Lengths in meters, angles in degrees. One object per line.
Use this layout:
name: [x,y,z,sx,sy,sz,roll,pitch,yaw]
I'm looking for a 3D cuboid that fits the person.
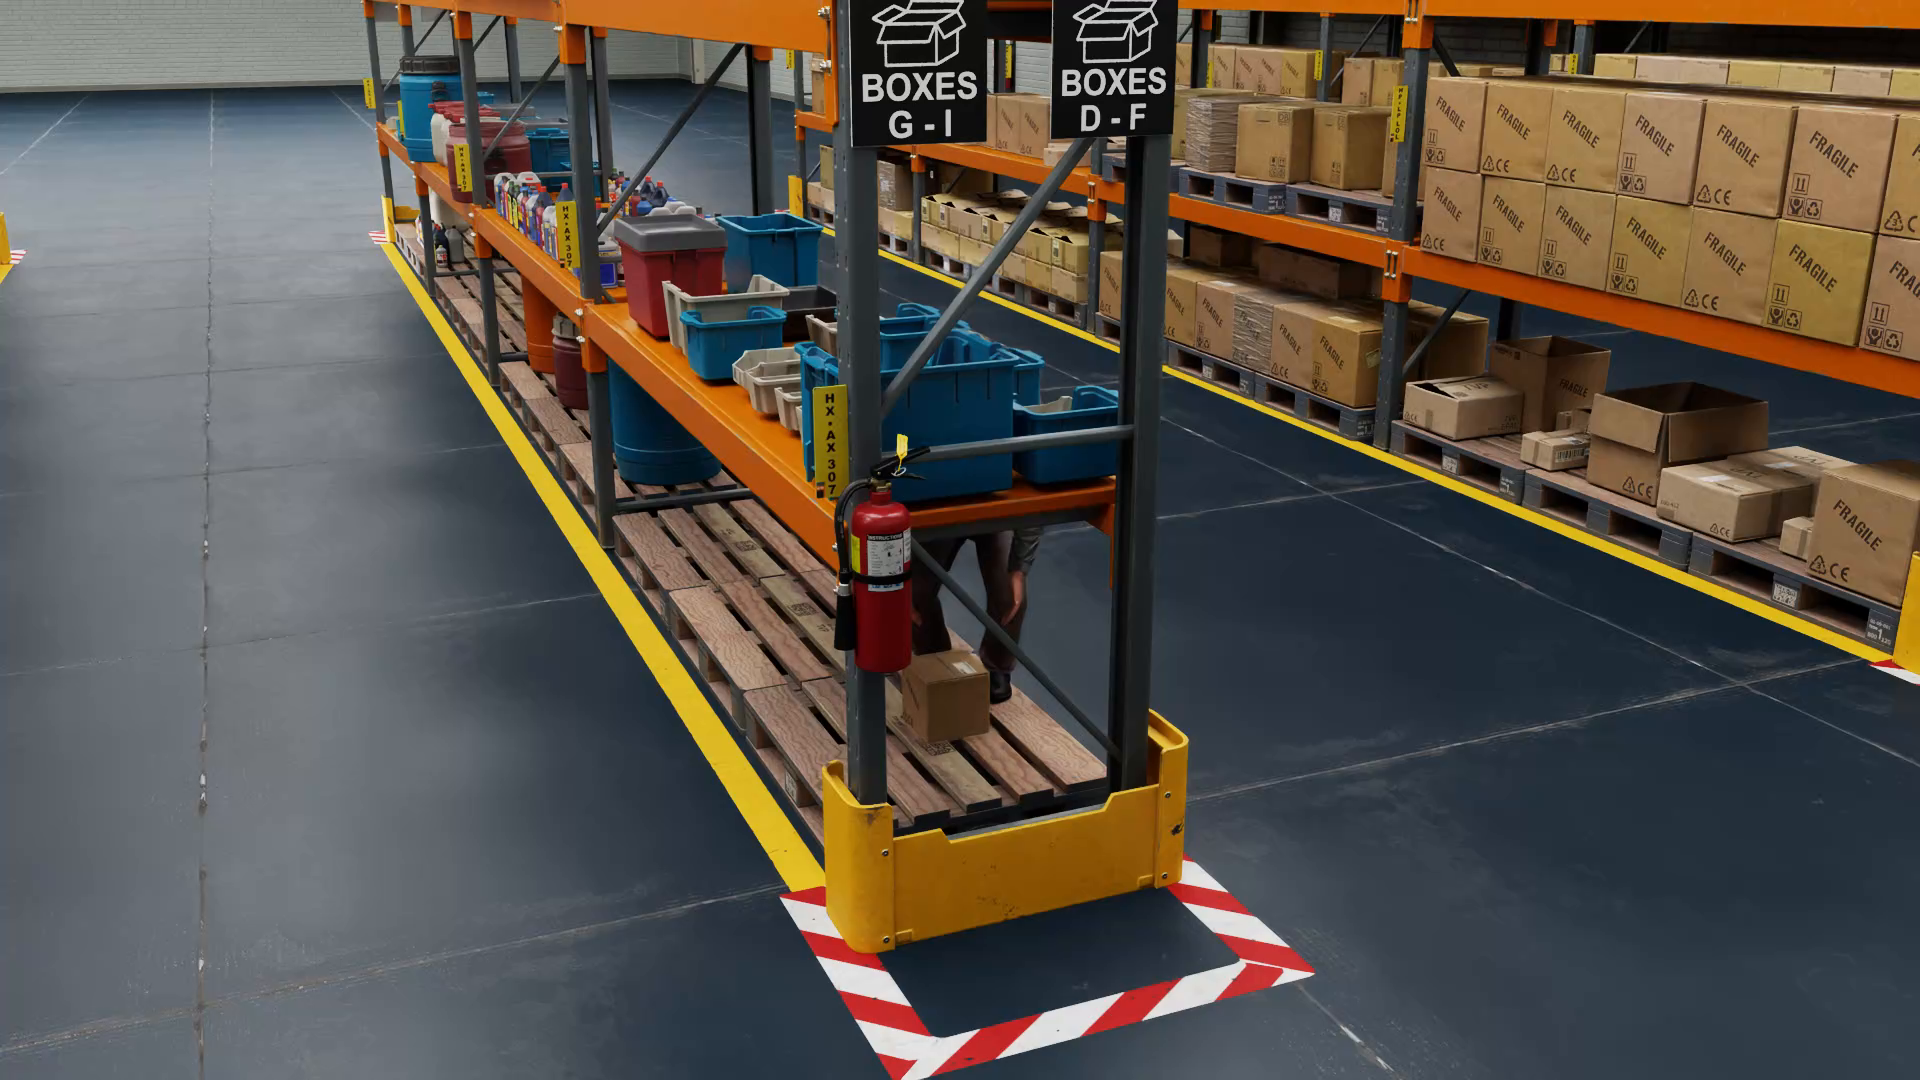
person: [0.049,0.042,6.297,0.584,1.154,0.782,3,19,9]
